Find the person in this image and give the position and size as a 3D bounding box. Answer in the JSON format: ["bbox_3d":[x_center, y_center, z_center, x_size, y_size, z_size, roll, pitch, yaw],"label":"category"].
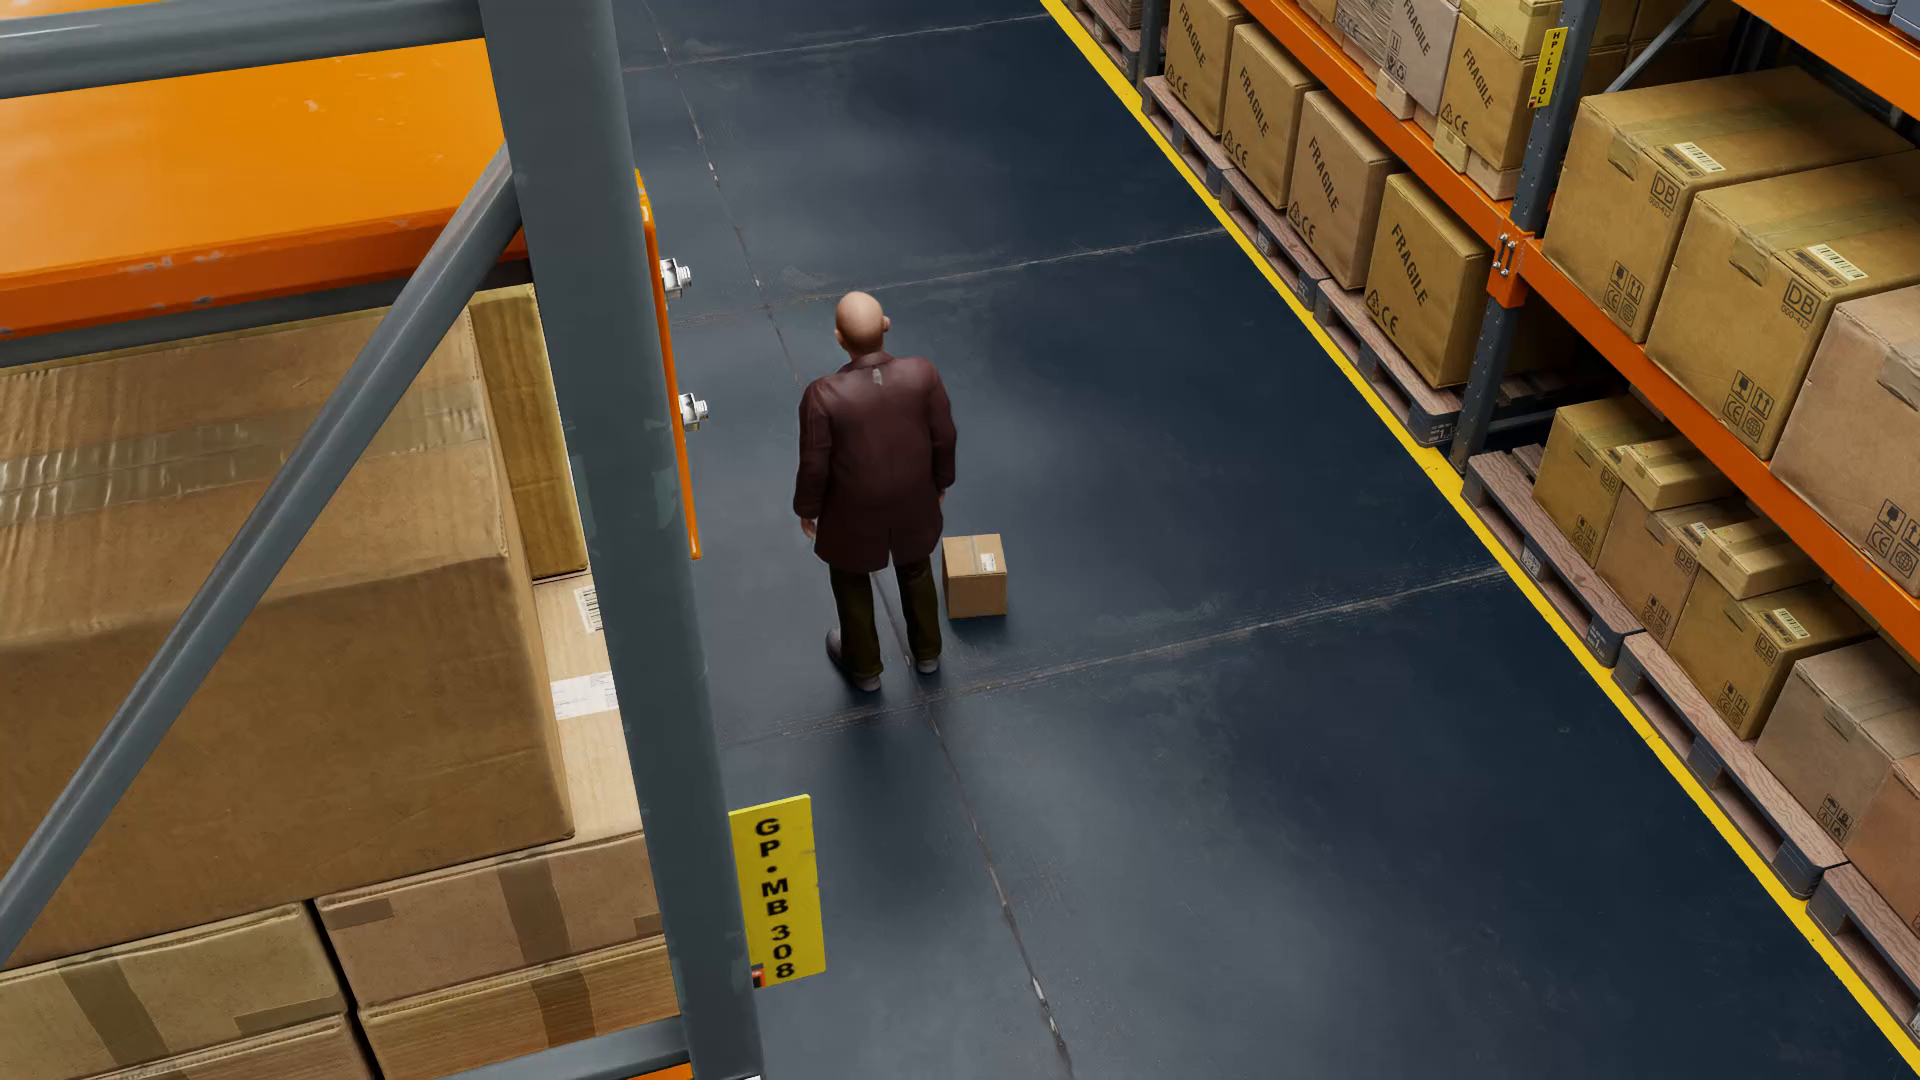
[{"bbox_3d":[-0.320,-0.162,6.352,0.644,1.774,0.428,-14,43,-15],"label":"person"}]
